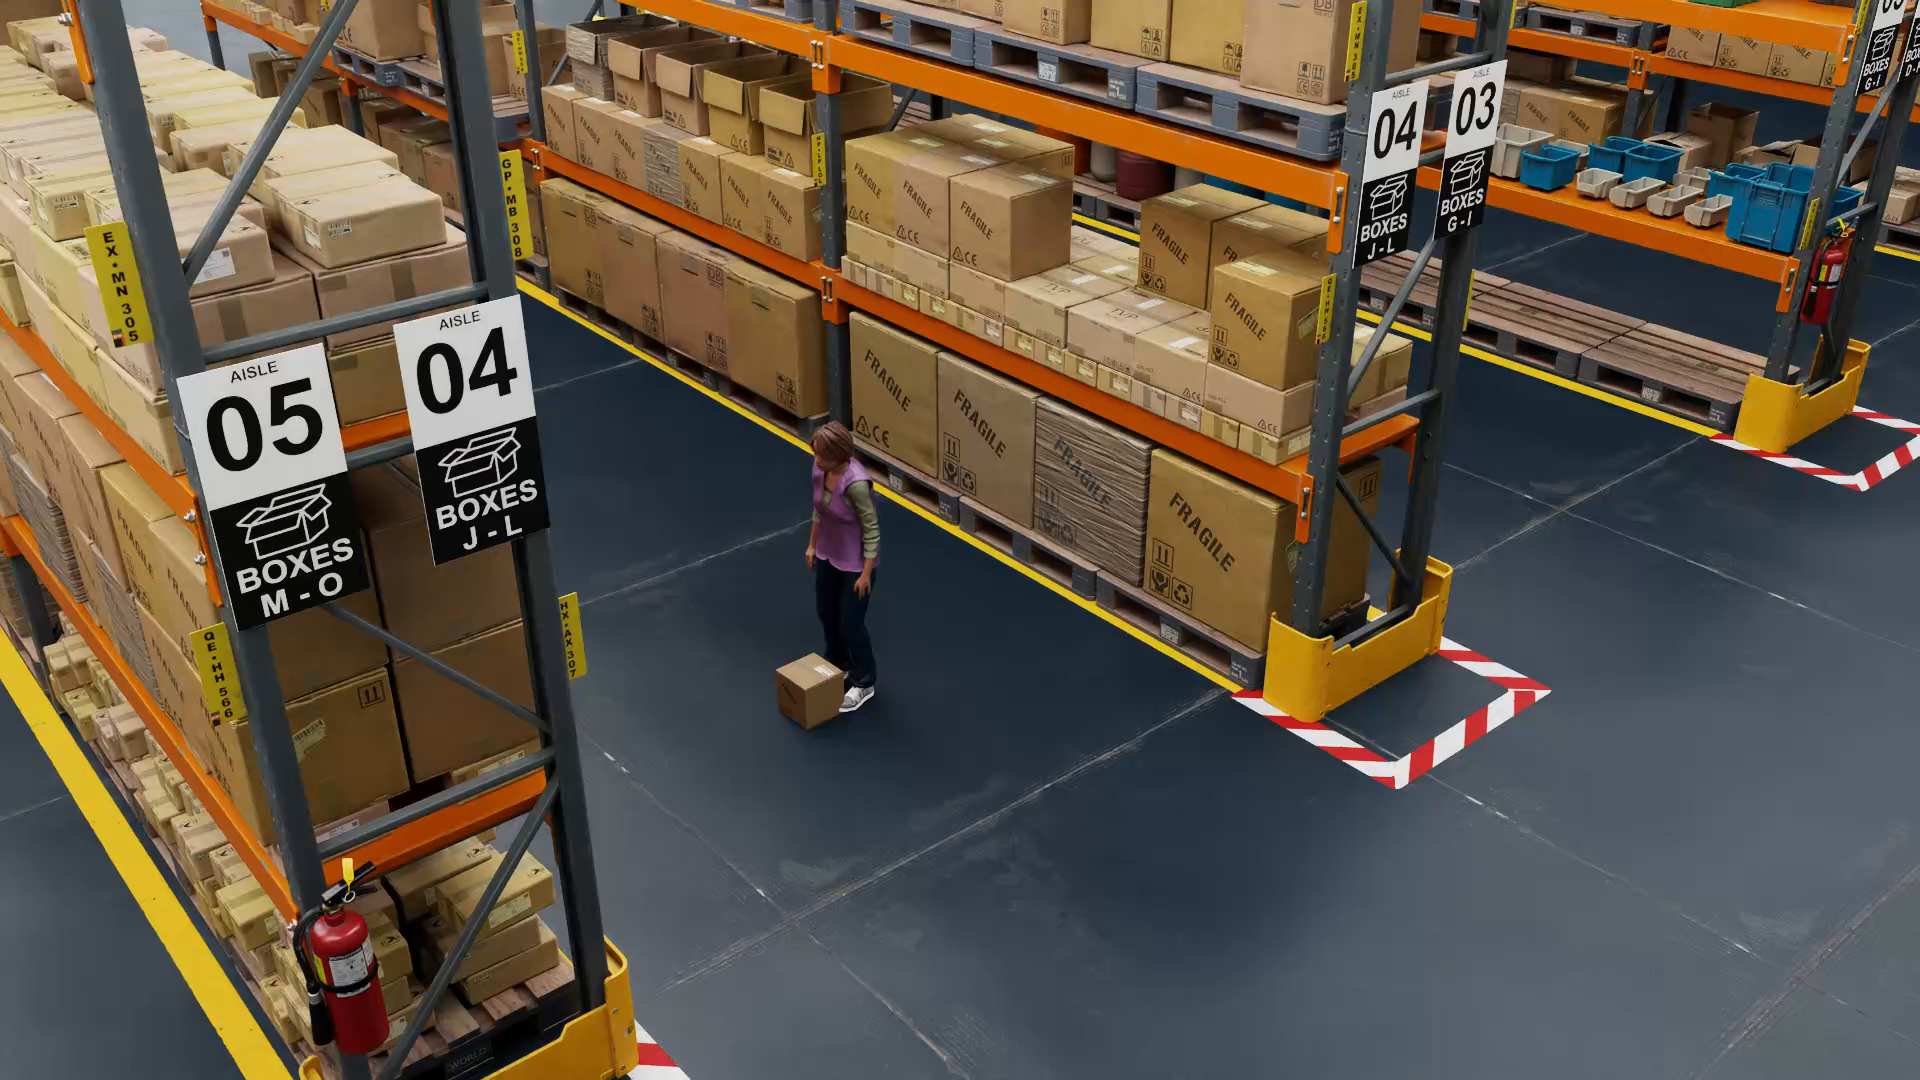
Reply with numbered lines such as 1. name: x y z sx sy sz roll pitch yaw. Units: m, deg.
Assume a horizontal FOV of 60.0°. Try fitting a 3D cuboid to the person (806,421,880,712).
1. person: -0.594 0.114 8.426 0.346 1.593 0.478 -23 36 -36
